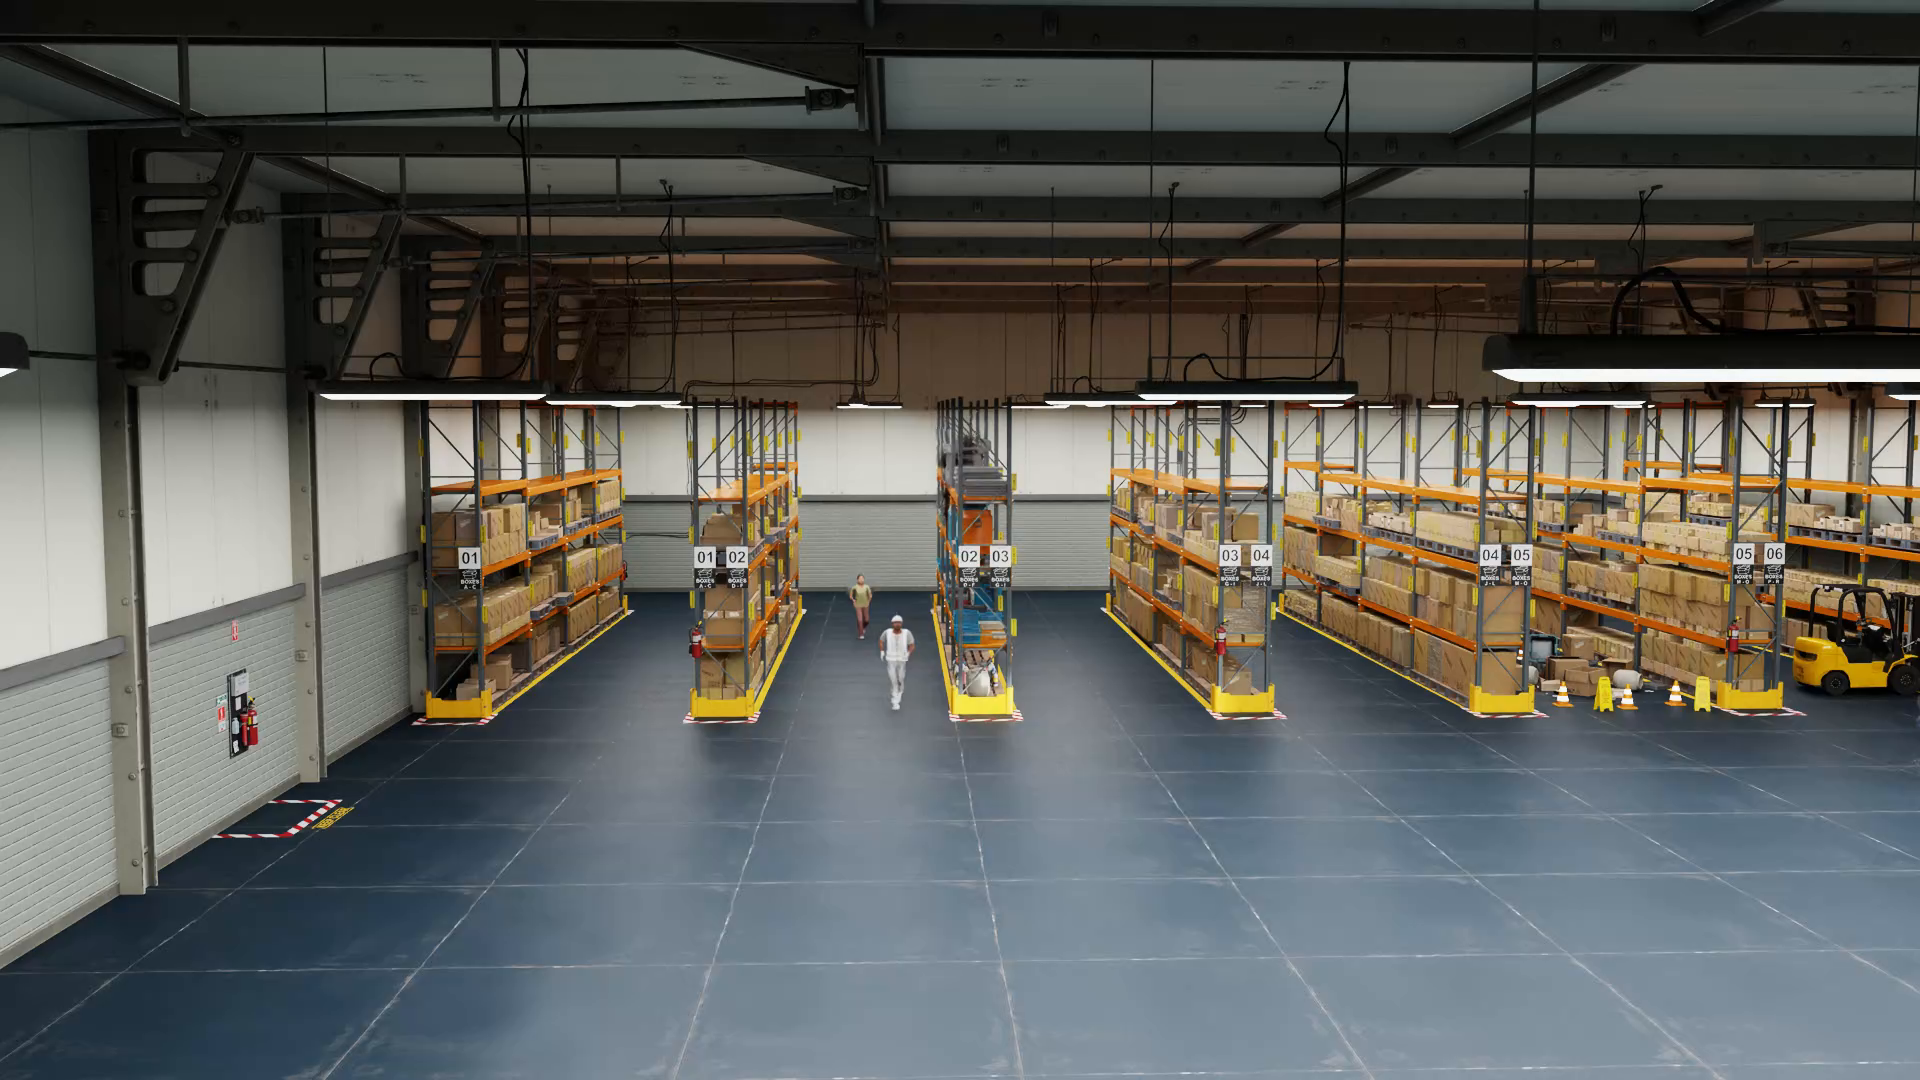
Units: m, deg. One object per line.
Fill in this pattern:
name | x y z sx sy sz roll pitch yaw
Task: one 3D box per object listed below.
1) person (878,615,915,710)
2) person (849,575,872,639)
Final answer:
person | -1.223 2.343 32.225 0.697 1.790 0.915 0 4 -6
person | -2.501 1.673 41.921 0.578 1.618 0.579 -1 5 -12
